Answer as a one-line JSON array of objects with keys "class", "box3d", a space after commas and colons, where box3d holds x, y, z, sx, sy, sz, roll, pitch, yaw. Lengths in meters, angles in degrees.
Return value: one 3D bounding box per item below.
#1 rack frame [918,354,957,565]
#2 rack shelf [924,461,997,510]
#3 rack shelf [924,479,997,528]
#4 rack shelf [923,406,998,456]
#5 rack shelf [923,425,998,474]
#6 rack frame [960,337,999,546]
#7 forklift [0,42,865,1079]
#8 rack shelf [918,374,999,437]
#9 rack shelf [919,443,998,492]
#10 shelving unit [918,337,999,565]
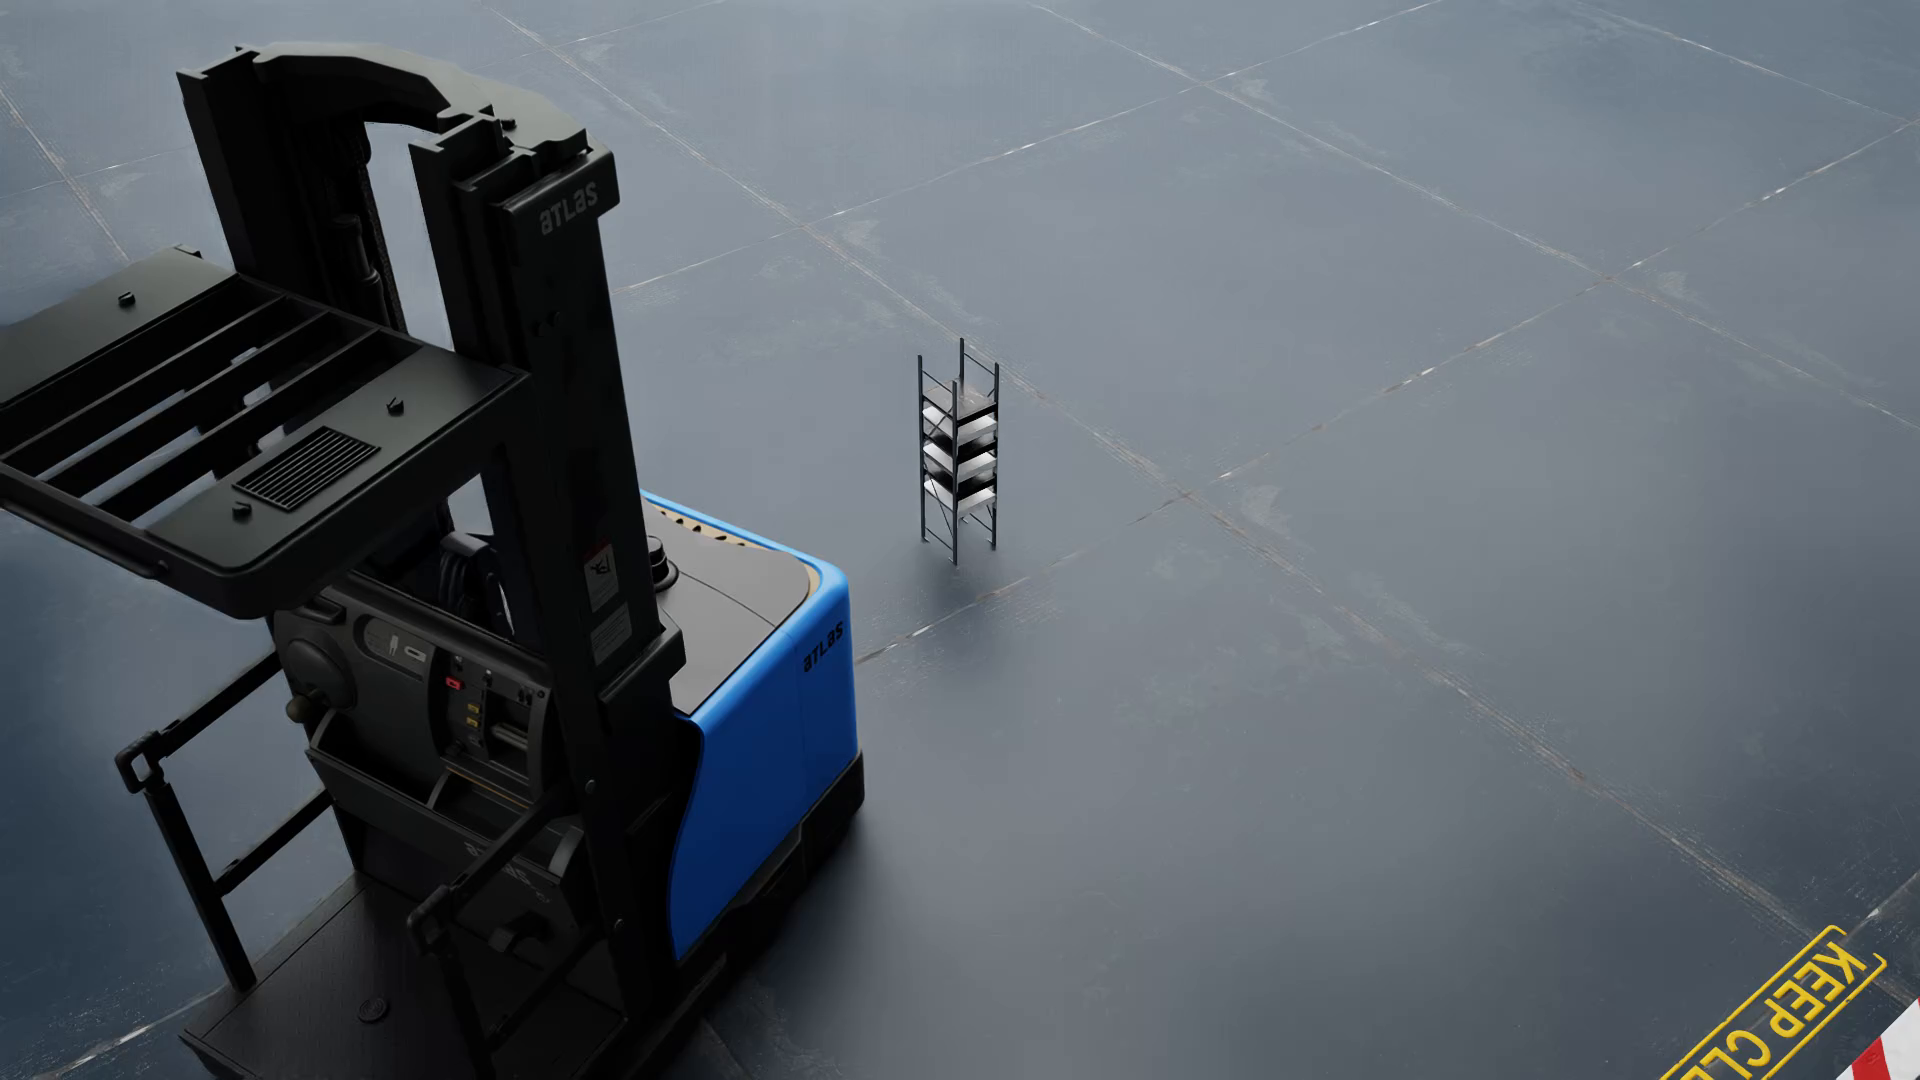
[{"class": "rack frame", "box3d": [-0.087, -0.305, 6.603, 0.006, 0.900, 0.240, -26, 46, -28]}, {"class": "rack shelf", "box3d": [-0.006, -0.249, 6.729, 0.200, 0.077, 0.258, -26, 46, -28]}, {"class": "rack shelf", "box3d": [-0.006, -0.180, 6.786, 0.200, 0.077, 0.258, -26, 46, -28]}, {"class": "rack shelf", "box3d": [-0.006, -0.458, 6.558, 0.200, 0.077, 0.258, -26, 46, -28]}, {"class": "rack shelf", "box3d": [-0.006, -0.389, 6.615, 0.200, 0.077, 0.258, -26, 46, -28]}, {"class": "rack frame", "box3d": [0.074, -0.384, 6.699, 0.006, 0.900, 0.240, -26, 46, -28]}, {"class": "forklift", "box3d": [-1.507, 0.442, 4.090, 1.130, 2.935, 3.031, 20, 44, 23]}, {"class": "rack shelf", "box3d": [-0.006, -0.528, 6.501, 0.200, 0.077, 0.258, -26, 46, -28]}, {"class": "rack shelf", "box3d": [-0.006, -0.319, 6.672, 0.200, 0.077, 0.258, -26, 46, -28]}, {"class": "shelving unit", "box3d": [-0.006, -0.345, 6.651, 0.210, 0.900, 0.258, -26, 46, -28]}]
